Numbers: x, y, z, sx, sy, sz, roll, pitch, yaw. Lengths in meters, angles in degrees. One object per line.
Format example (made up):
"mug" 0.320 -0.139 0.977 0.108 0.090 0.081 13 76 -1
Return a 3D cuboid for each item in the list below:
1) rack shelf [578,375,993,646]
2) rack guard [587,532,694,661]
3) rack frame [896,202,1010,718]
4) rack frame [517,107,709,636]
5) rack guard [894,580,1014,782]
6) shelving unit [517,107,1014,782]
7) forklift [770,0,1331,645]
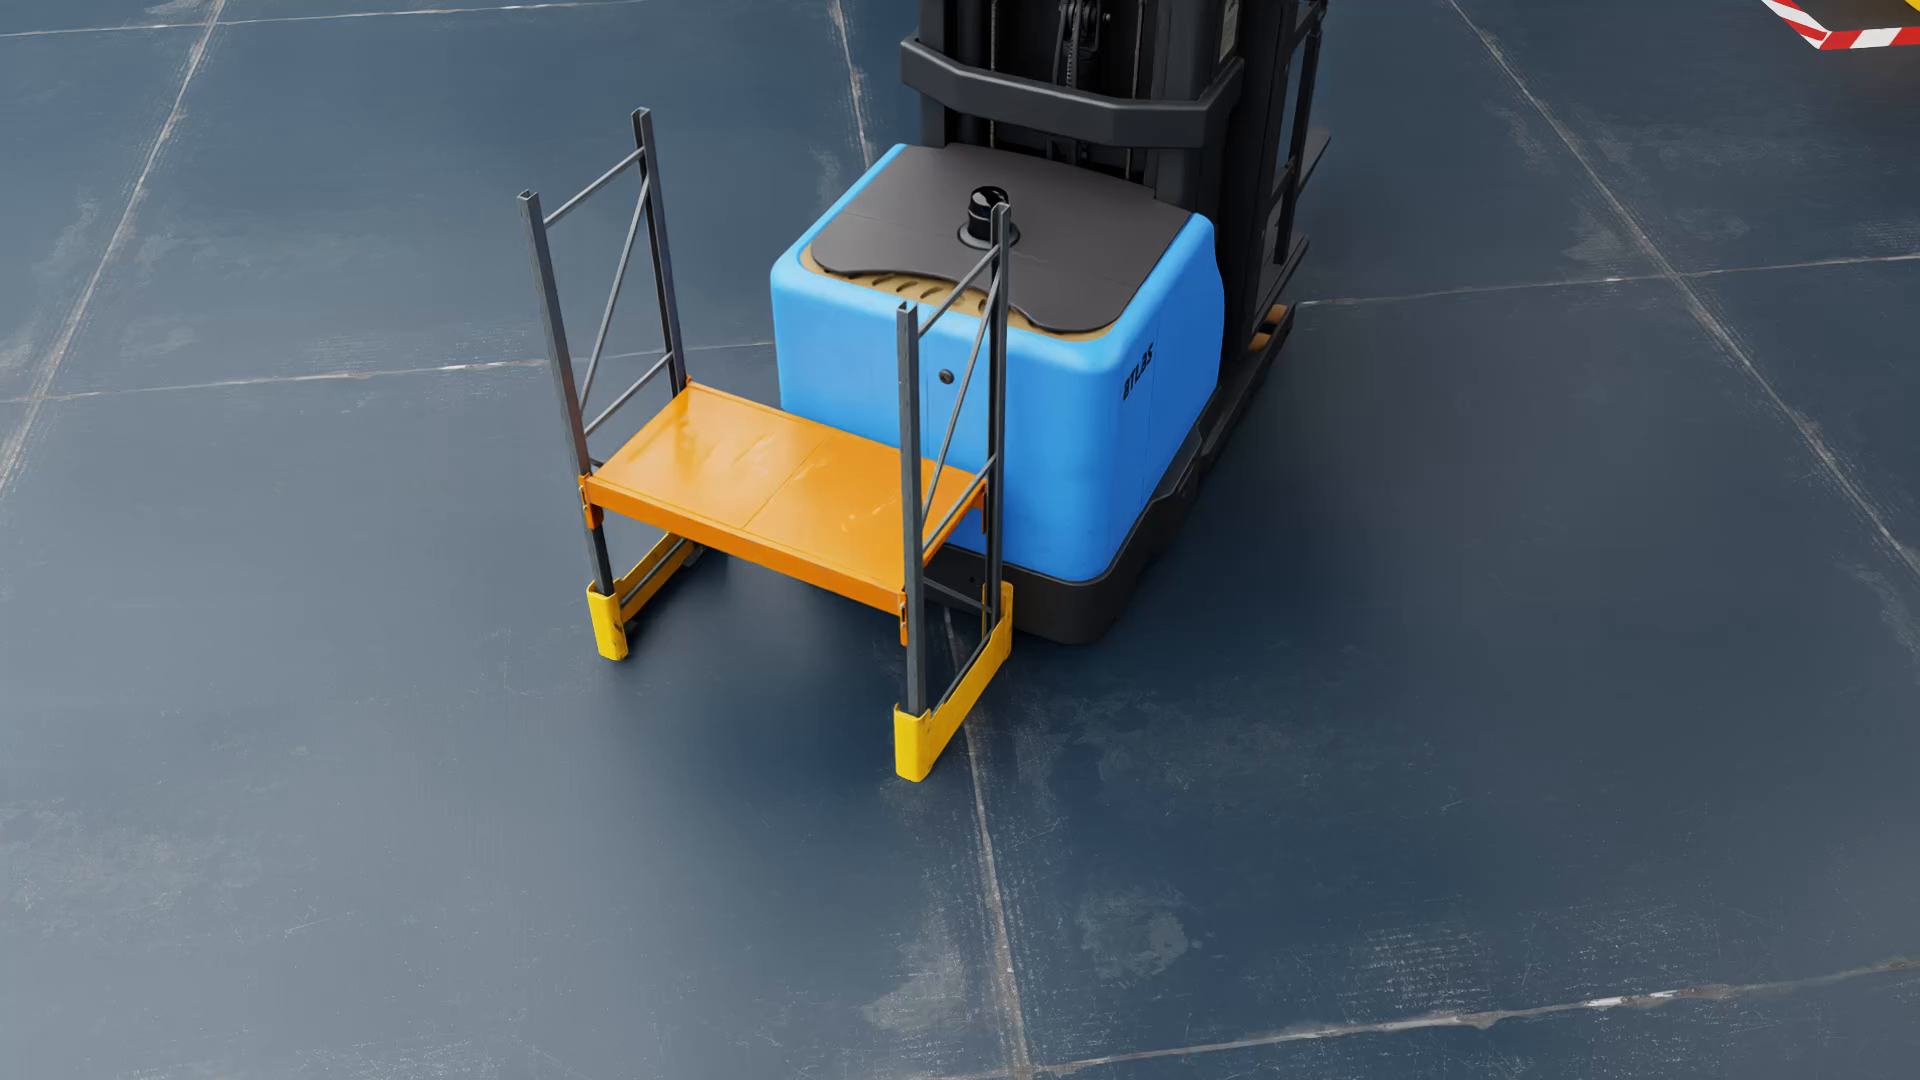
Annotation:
"rack shelf" -0.462 -0.103 4.513 1.000 0.185 0.538 19 45 20
"rack guard" -0.896 0.078 4.977 0.087 0.250 0.587 19 45 20
"rack frame" -0.010 -0.080 4.219 0.032 1.500 0.500 19 45 20
"rack frame" -0.914 -0.392 4.565 0.032 1.500 0.500 19 45 20
"rack guard" -0.011 0.383 4.638 0.087 0.250 0.587 19 45 20
"shelving unit" -0.454 -0.234 4.389 1.083 1.500 0.587 19 45 20
"forklift" 0.556 -1.774 5.028 1.130 2.935 3.031 18 45 19
